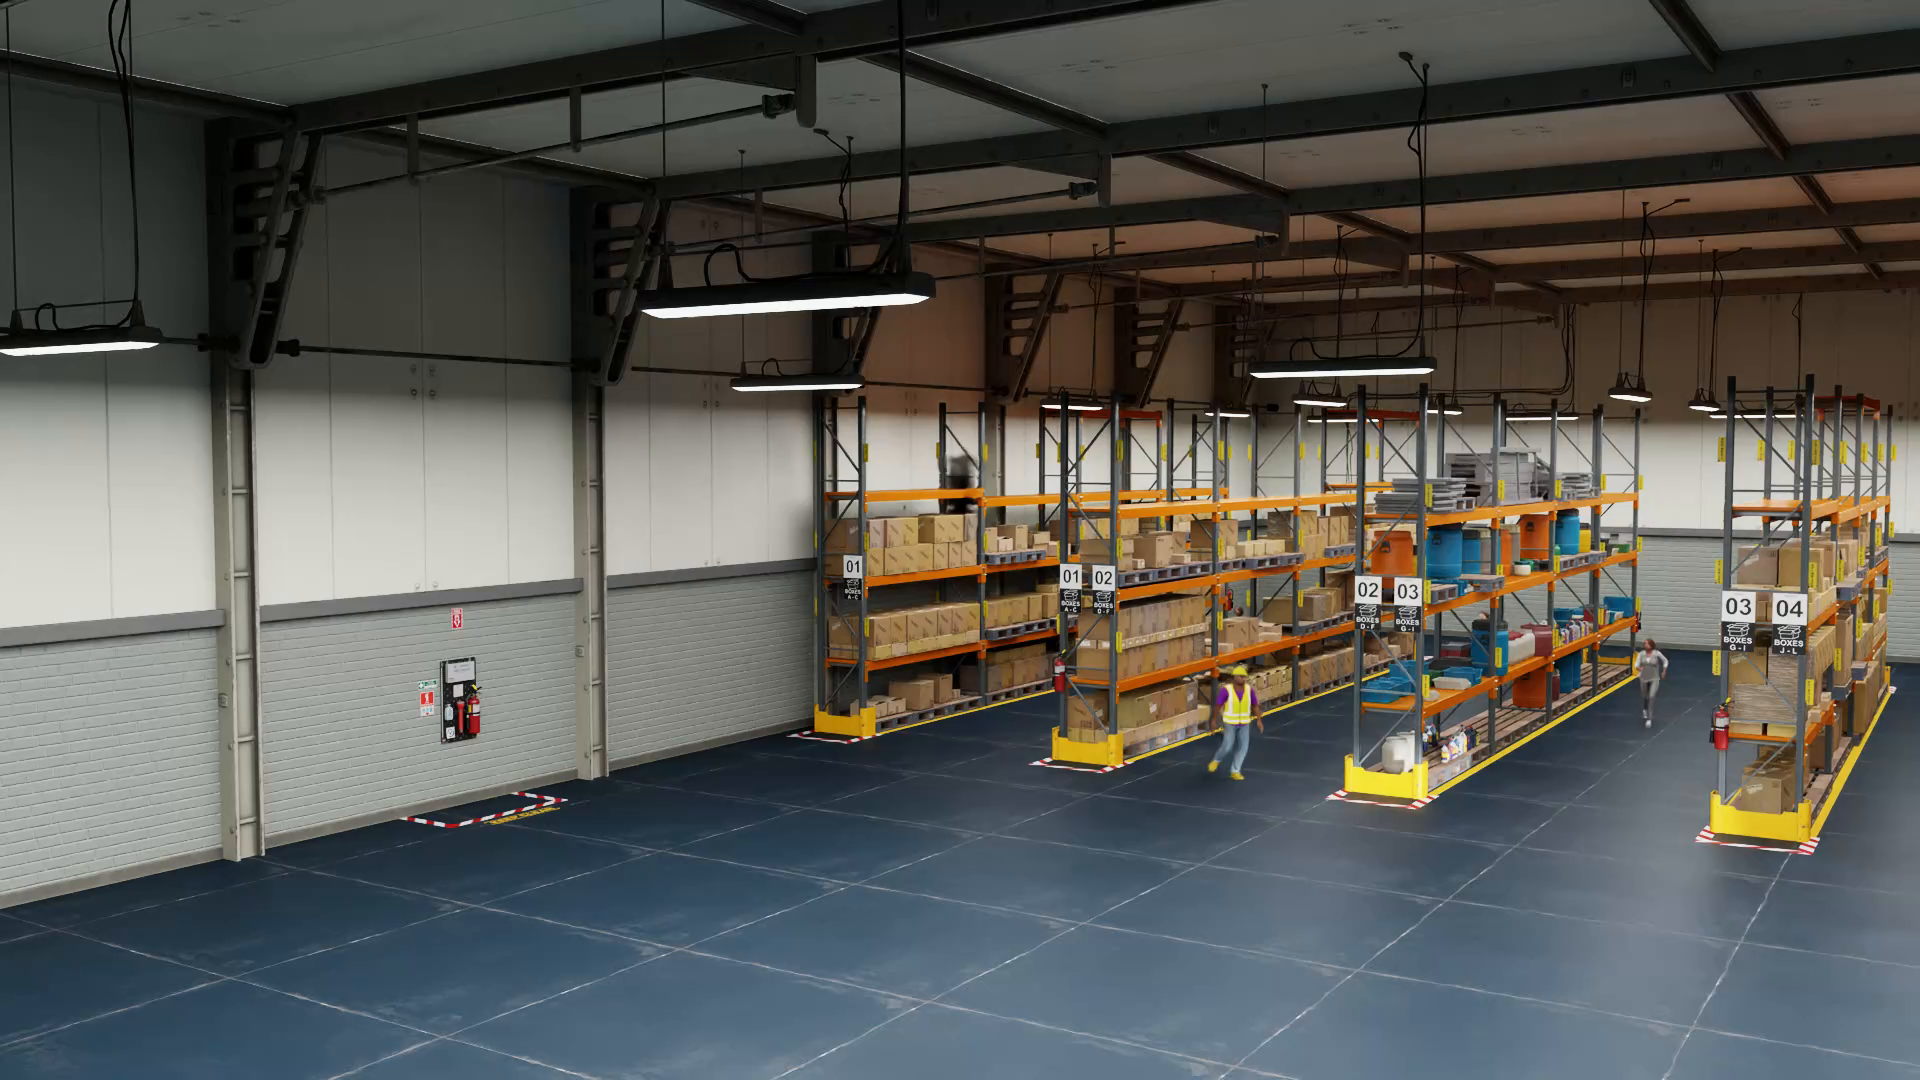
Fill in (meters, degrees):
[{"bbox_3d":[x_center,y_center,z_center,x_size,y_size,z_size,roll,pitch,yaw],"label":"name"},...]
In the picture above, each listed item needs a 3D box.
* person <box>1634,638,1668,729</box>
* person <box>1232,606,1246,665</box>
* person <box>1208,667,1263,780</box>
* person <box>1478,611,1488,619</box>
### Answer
[{"bbox_3d":[12.671,2.600,30.509,0.557,1.615,0.886,2,4,33],"label":"person"},{"bbox_3d":[6.186,2.246,36.801,0.531,1.609,0.861,2,4,32],"label":"person"},{"bbox_3d":[4.202,2.798,25.476,0.728,1.723,0.690,-1,3,-12],"label":"person"},{"bbox_3d":[10.994,2.334,34.960,0.531,1.683,0.692,3,4,43],"label":"person"}]
